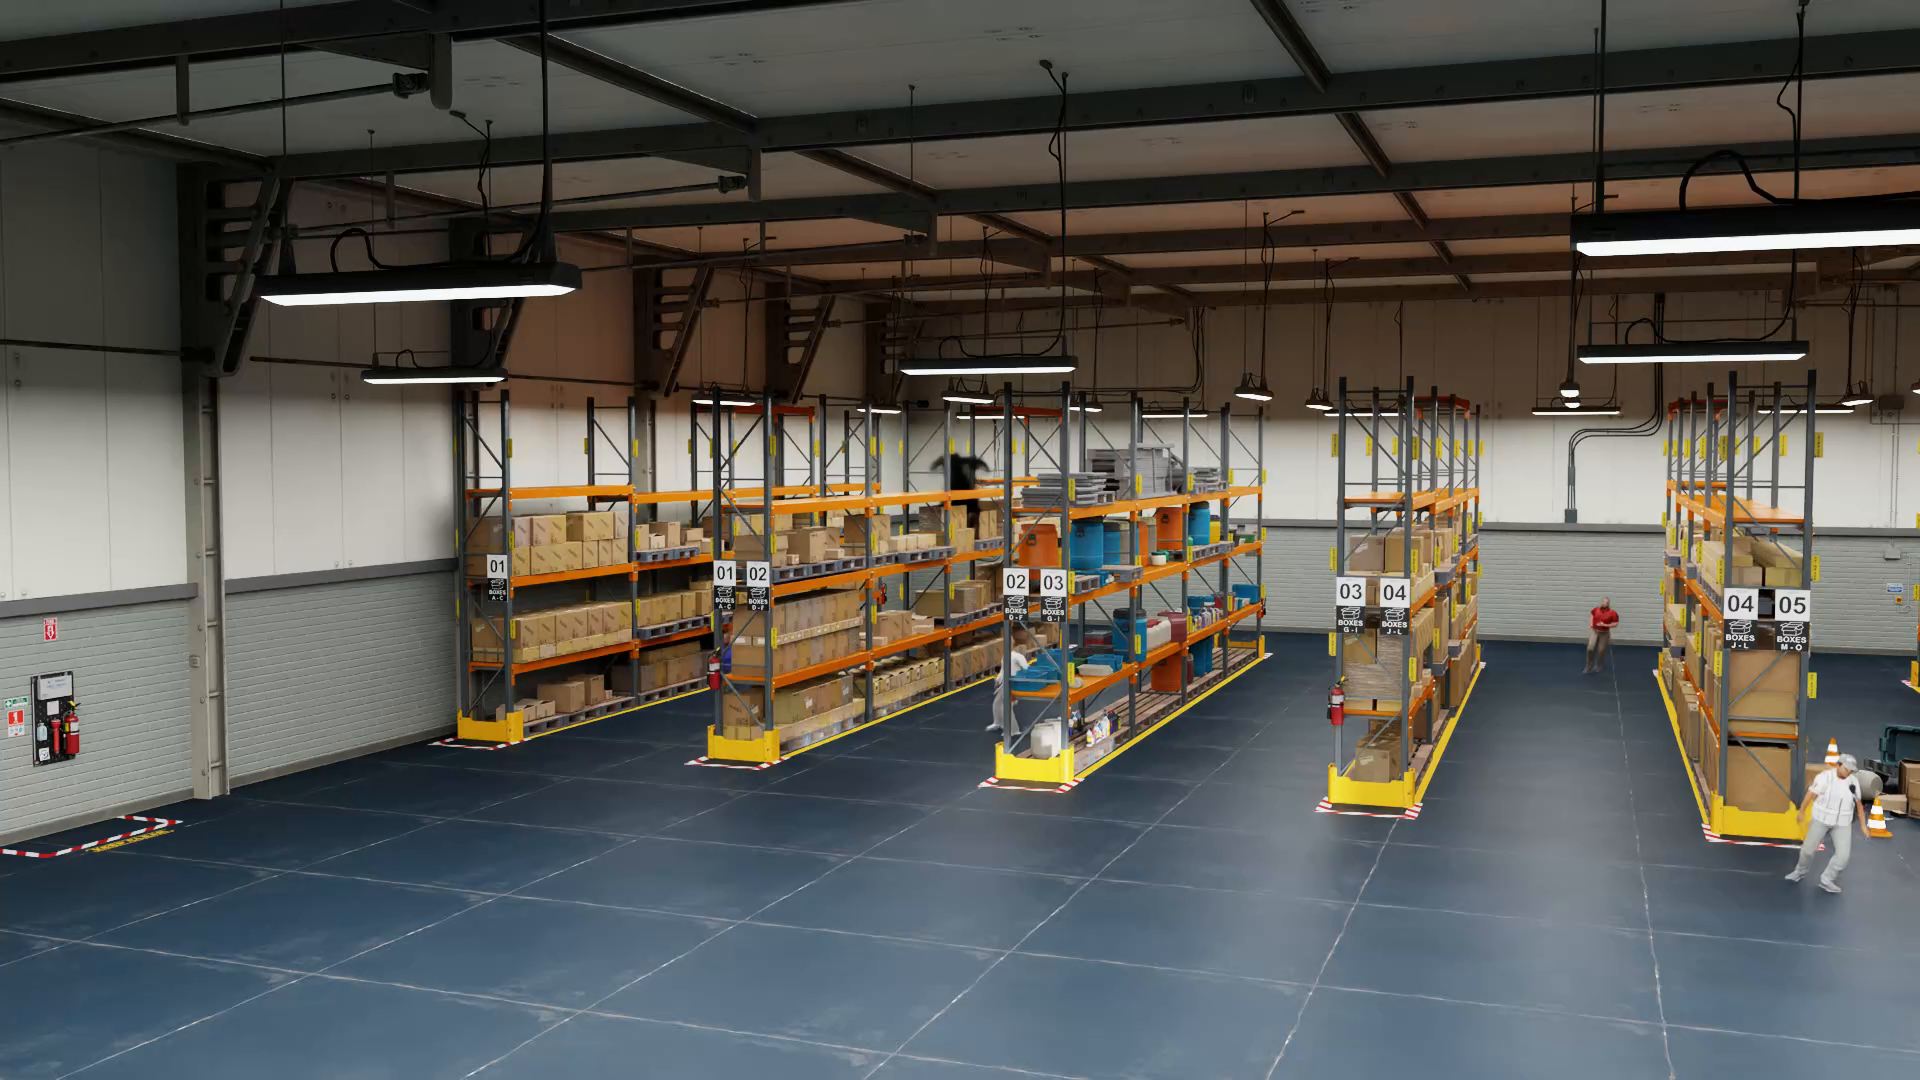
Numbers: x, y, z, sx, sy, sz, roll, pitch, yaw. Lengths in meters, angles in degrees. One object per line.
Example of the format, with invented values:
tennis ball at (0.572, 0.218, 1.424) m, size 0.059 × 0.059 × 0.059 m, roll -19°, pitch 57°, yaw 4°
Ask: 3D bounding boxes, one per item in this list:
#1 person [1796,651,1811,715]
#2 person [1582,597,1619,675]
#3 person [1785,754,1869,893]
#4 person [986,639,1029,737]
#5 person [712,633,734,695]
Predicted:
person at (15.576, 2.441, 31.120) m, size 0.657 × 1.721 × 0.680 m, roll 1°, pitch 3°, yaw 14°
person at (14.231, 2.143, 36.866) m, size 0.724 × 1.771 × 0.708 m, roll 2°, pitch 4°, yaw 32°
person at (9.797, 3.172, 18.779) m, size 0.750 × 1.590 × 0.675 m, roll 0°, pitch 3°, yaw 9°
person at (0.816, 2.612, 29.048) m, size 0.455 × 1.608 × 1.006 m, roll -2°, pitch 4°, yaw -29°
person at (-4.342, 2.513, 30.906) m, size 0.581 × 1.589 × 0.525 m, roll 1°, pitch 3°, yaw 11°
